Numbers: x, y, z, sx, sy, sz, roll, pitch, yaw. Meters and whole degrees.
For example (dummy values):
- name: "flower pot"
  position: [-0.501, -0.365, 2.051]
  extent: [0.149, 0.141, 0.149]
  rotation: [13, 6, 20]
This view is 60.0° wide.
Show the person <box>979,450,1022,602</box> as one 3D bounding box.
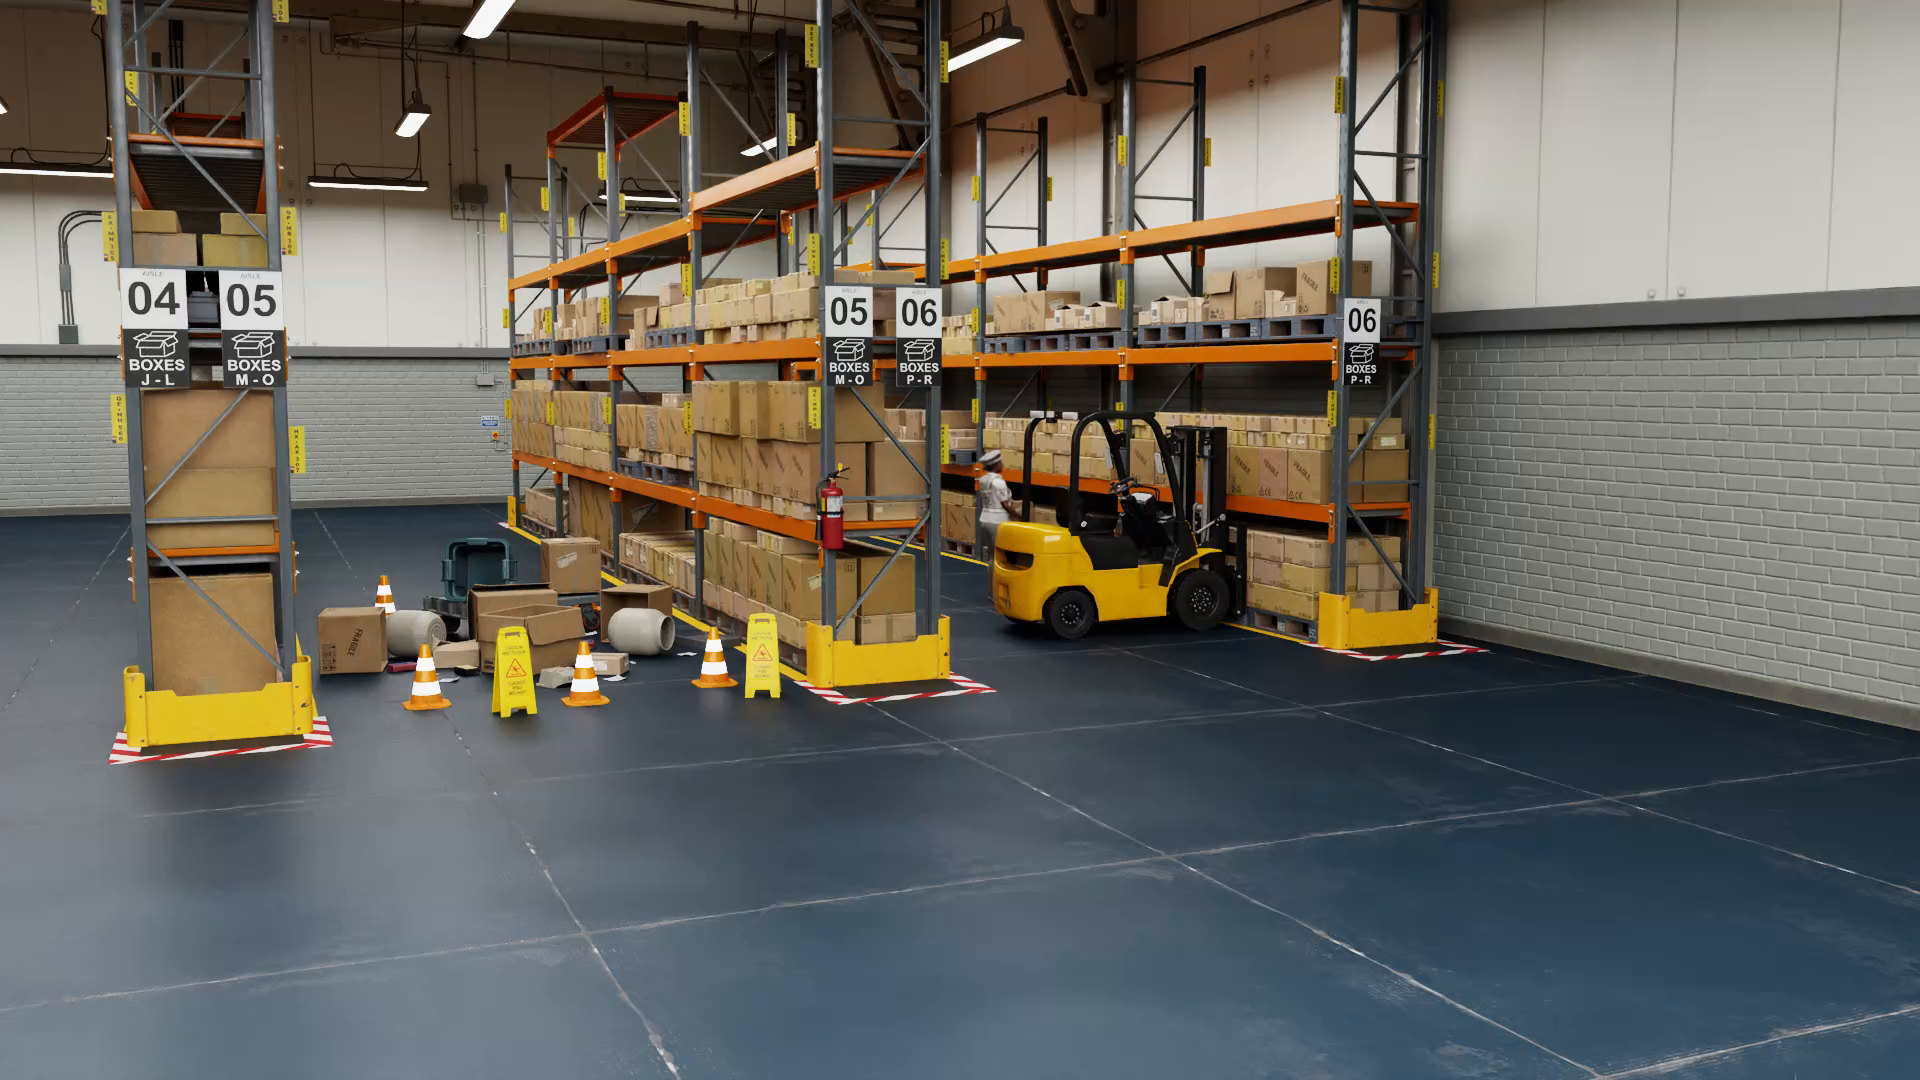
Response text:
- name: "person"
  position: [0.475, -0.163, 18.523]
  extent: [0.515, 1.692, 0.460]
  rotation: [-2, 6, -24]
